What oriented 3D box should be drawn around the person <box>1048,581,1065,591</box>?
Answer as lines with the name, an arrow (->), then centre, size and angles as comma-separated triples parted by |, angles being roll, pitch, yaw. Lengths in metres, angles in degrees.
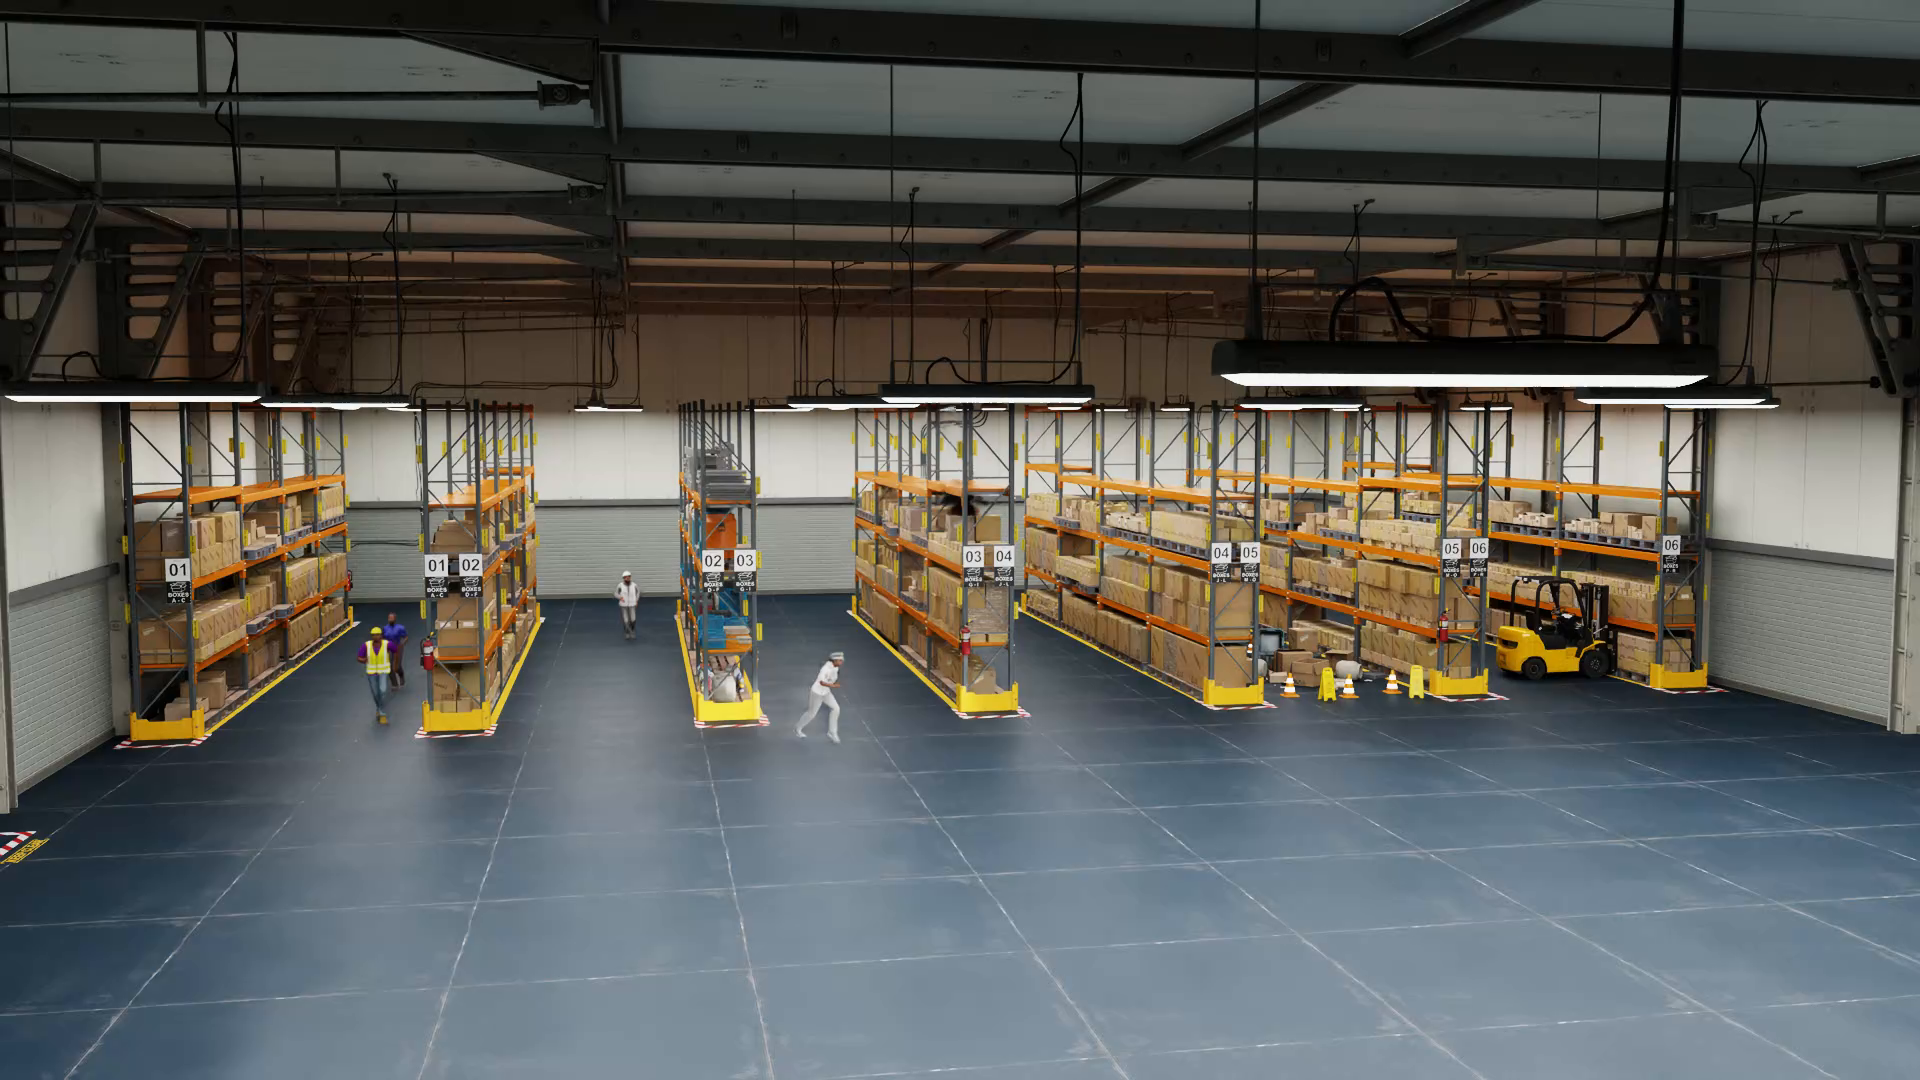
person -> 2.861, 1.023, 50.437 | 0.948, 1.775, 0.655 | -3, 5, -37

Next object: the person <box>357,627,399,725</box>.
person -> -10.865, 2.507, 31.042 | 0.717, 1.794, 0.899 | -1, 4, -9

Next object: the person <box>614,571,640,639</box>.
person -> -8.430, 1.665, 42.180 | 0.661, 1.747, 0.637 | -1, 4, -16

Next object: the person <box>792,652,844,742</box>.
person -> -2.485, 2.760, 29.212 | 0.968, 1.618, 0.615 | 1, 4, 16

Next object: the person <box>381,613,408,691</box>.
person -> -11.753, 2.316, 34.493 | 0.555, 1.609, 0.510 | 0, 4, -4
